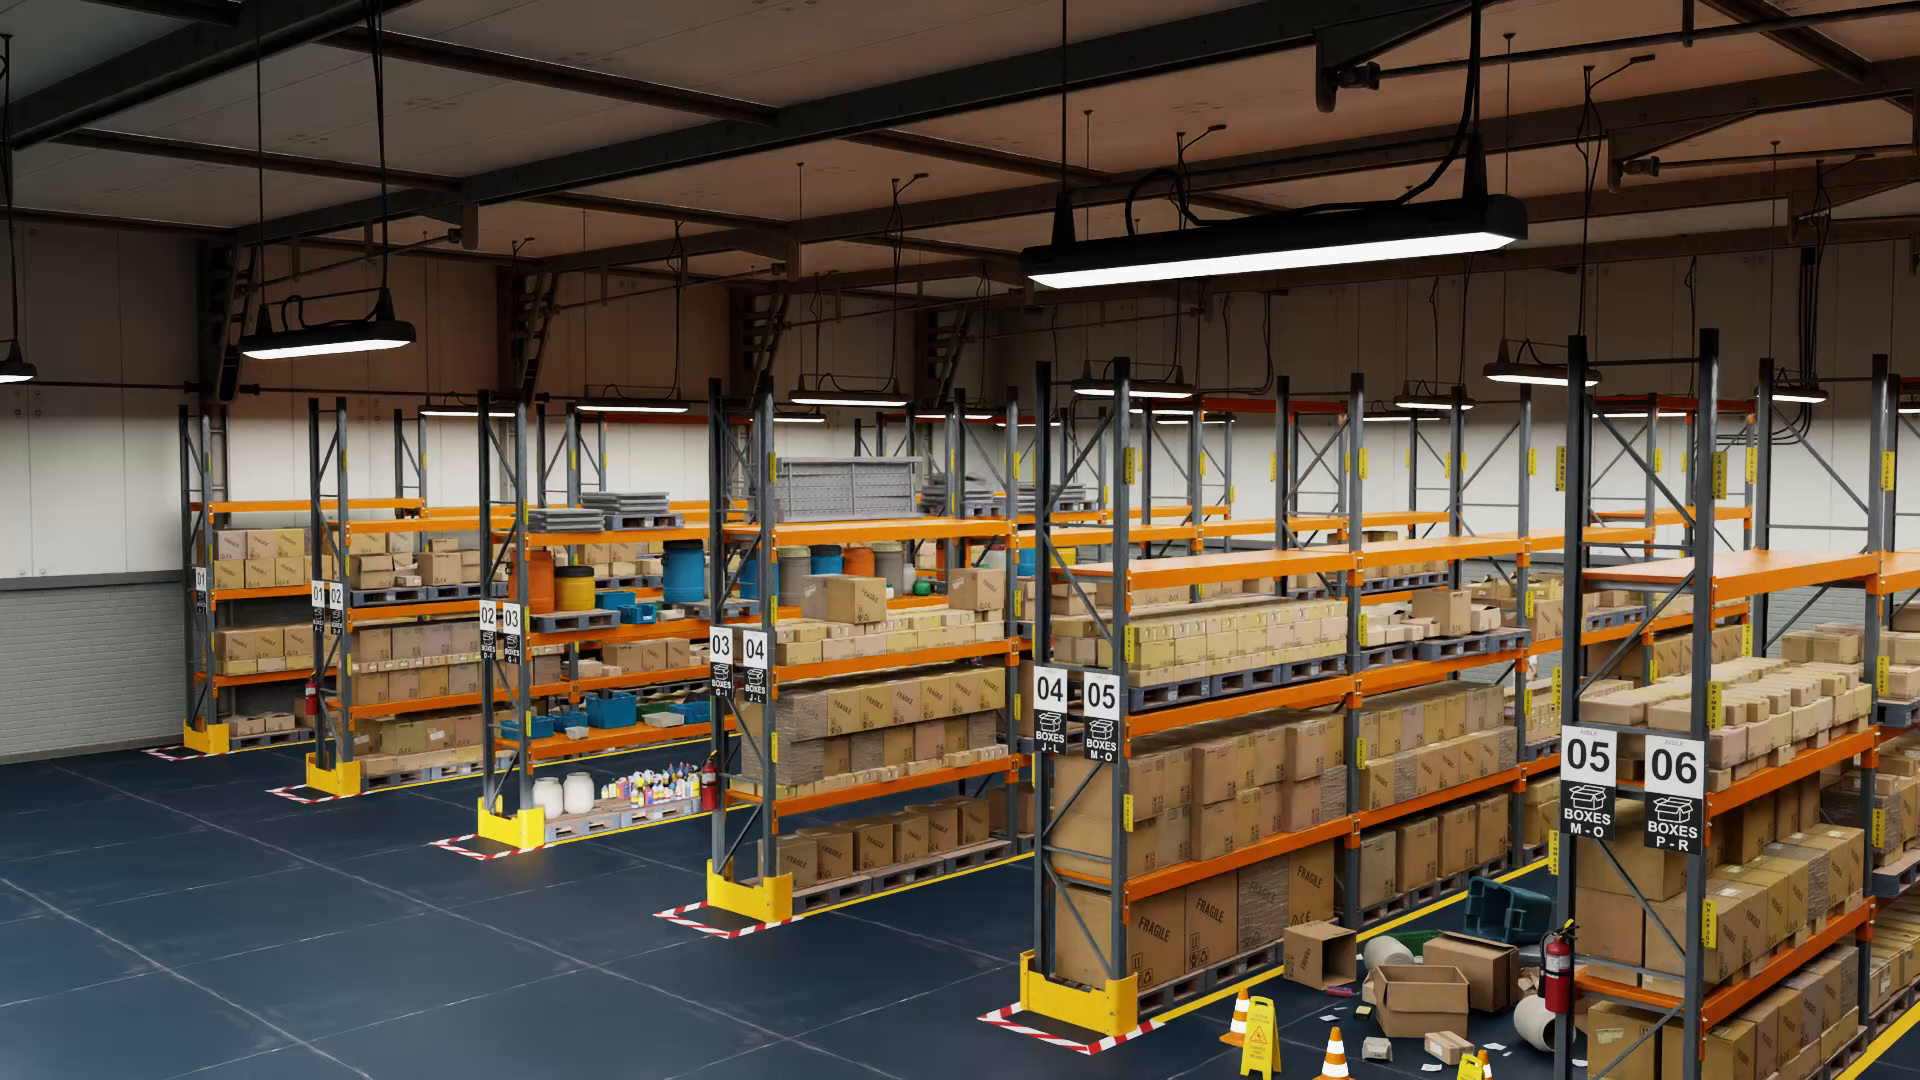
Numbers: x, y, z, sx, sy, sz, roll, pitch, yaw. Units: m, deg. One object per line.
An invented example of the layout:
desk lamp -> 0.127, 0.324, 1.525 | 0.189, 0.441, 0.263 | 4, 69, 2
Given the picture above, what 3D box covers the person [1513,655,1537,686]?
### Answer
person -> 10.857, 2.652, 32.021 | 0.499, 1.599, 1.020 | 2, 4, 32
